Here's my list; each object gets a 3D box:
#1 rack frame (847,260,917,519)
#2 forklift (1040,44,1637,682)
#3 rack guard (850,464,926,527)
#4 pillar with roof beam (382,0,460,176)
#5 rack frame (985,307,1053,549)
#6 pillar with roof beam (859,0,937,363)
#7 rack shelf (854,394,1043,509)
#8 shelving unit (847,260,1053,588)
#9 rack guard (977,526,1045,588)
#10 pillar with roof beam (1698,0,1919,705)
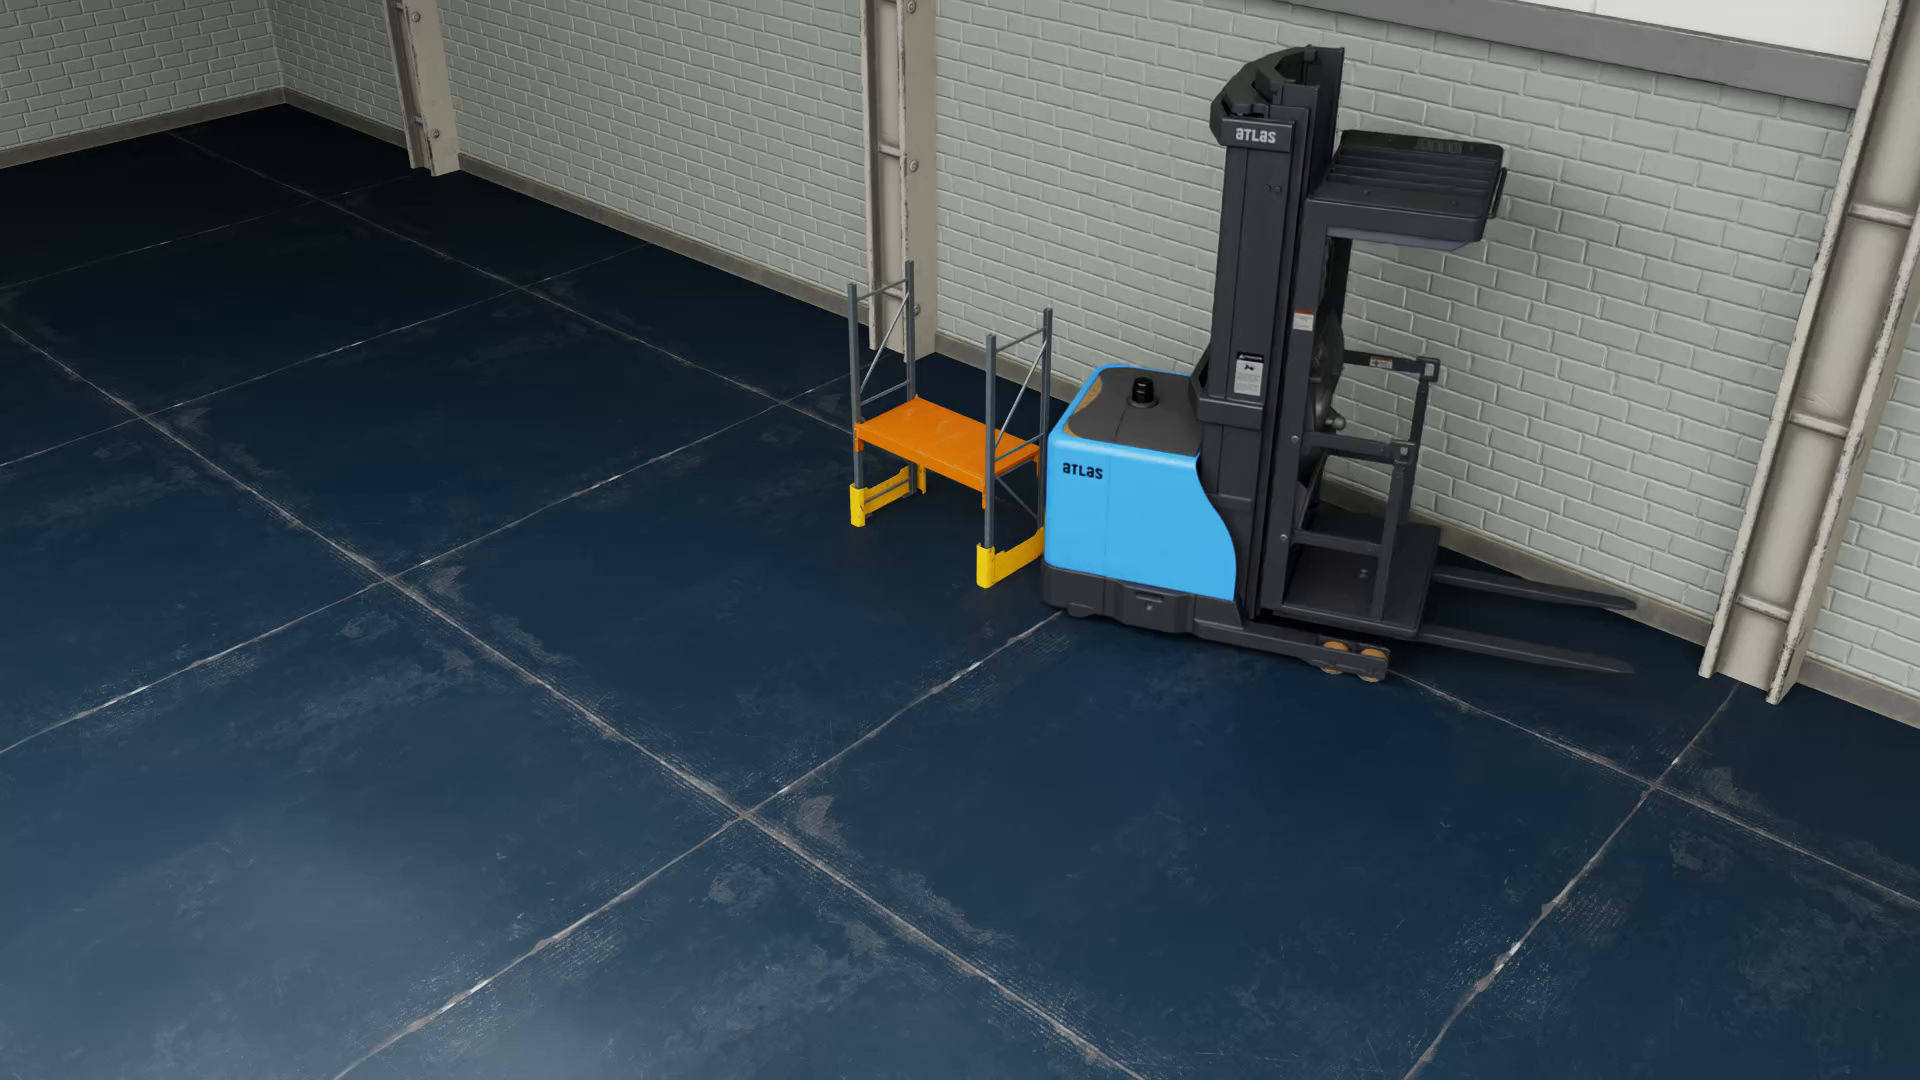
[{"bbox_3d":[-0.440,-0.848,9.649,0.032,1.500,0.500,25,39,35],"label":"rack frame"},{"bbox_3d":[2.010,-0.842,8.251,3.031,2.935,1.130,11,33,17],"label":"forklift"},{"bbox_3d":[-0.426,-0.306,9.960,0.087,0.250,0.587,25,39,35],"label":"rack guard"},{"bbox_3d":[-7.744,-5.662,10.375,0.400,9.000,9.100,25,39,35],"label":"pillar with roof beam"},{"bbox_3d":[0.314,-0.496,9.064,0.032,1.500,0.500,25,39,35],"label":"rack frame"},{"bbox_3d":[-3.295,-3.586,6.926,0.400,9.000,9.100,25,39,35],"label":"pillar with roof beam"},{"bbox_3d":[-0.063,-0.518,9.449,1.000,0.185,0.538,25,39,35],"label":"rack shelf"},{"bbox_3d":[-0.057,-0.669,9.351,1.083,1.500,0.587,25,39,35],"label":"shelving unit"},{"bbox_3d":[0.313,0.039,9.388,0.087,0.250,0.587,25,39,35],"label":"rack guard"},{"bbox_3d":[1.153,-1.509,3.477,0.400,9.000,9.100,25,39,35],"label":"pillar with roof beam"}]
